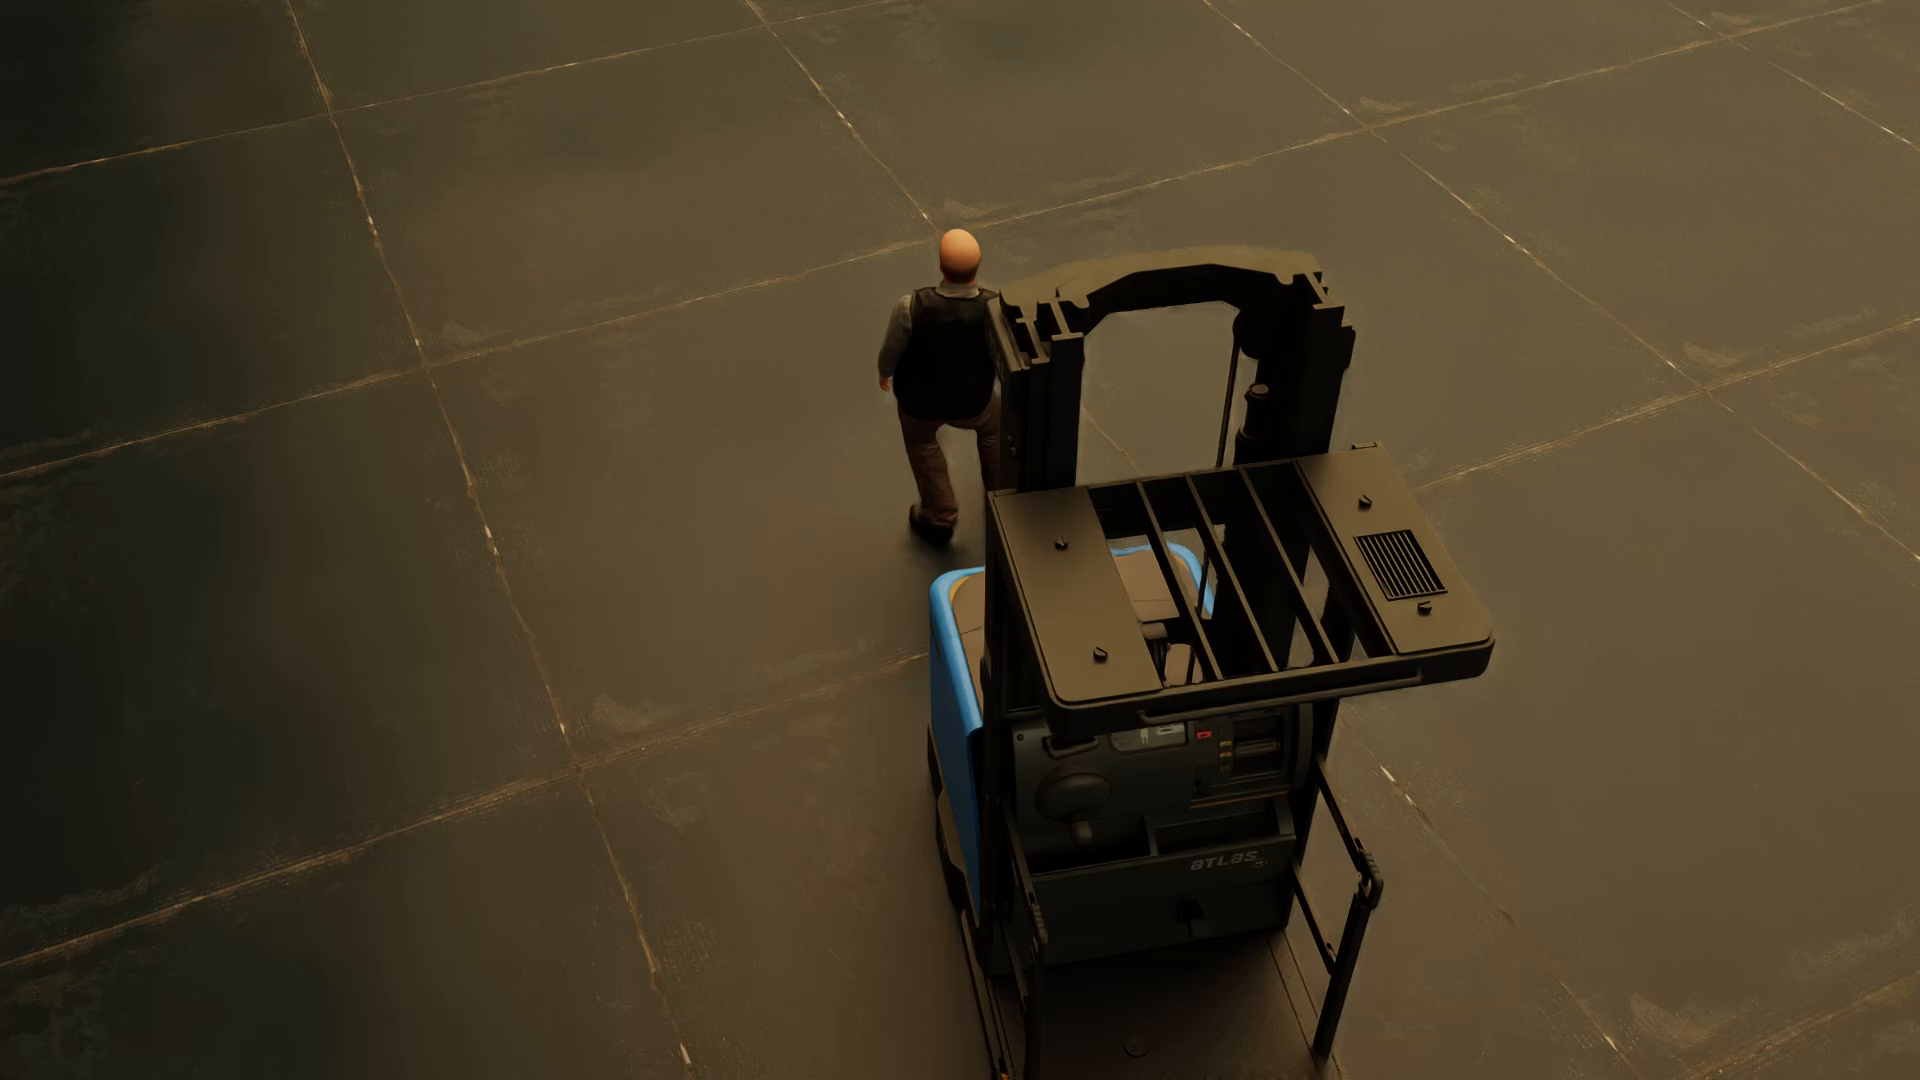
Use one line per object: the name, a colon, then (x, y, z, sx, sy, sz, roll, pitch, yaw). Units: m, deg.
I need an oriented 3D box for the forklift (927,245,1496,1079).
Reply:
forklift: (0.659, 0.758, 4.867, 1.130, 2.935, 3.031, -8, 44, -8)

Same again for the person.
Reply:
person: (-0.003, -0.718, 7.382, 0.717, 1.666, 0.610, -3, 43, -4)
